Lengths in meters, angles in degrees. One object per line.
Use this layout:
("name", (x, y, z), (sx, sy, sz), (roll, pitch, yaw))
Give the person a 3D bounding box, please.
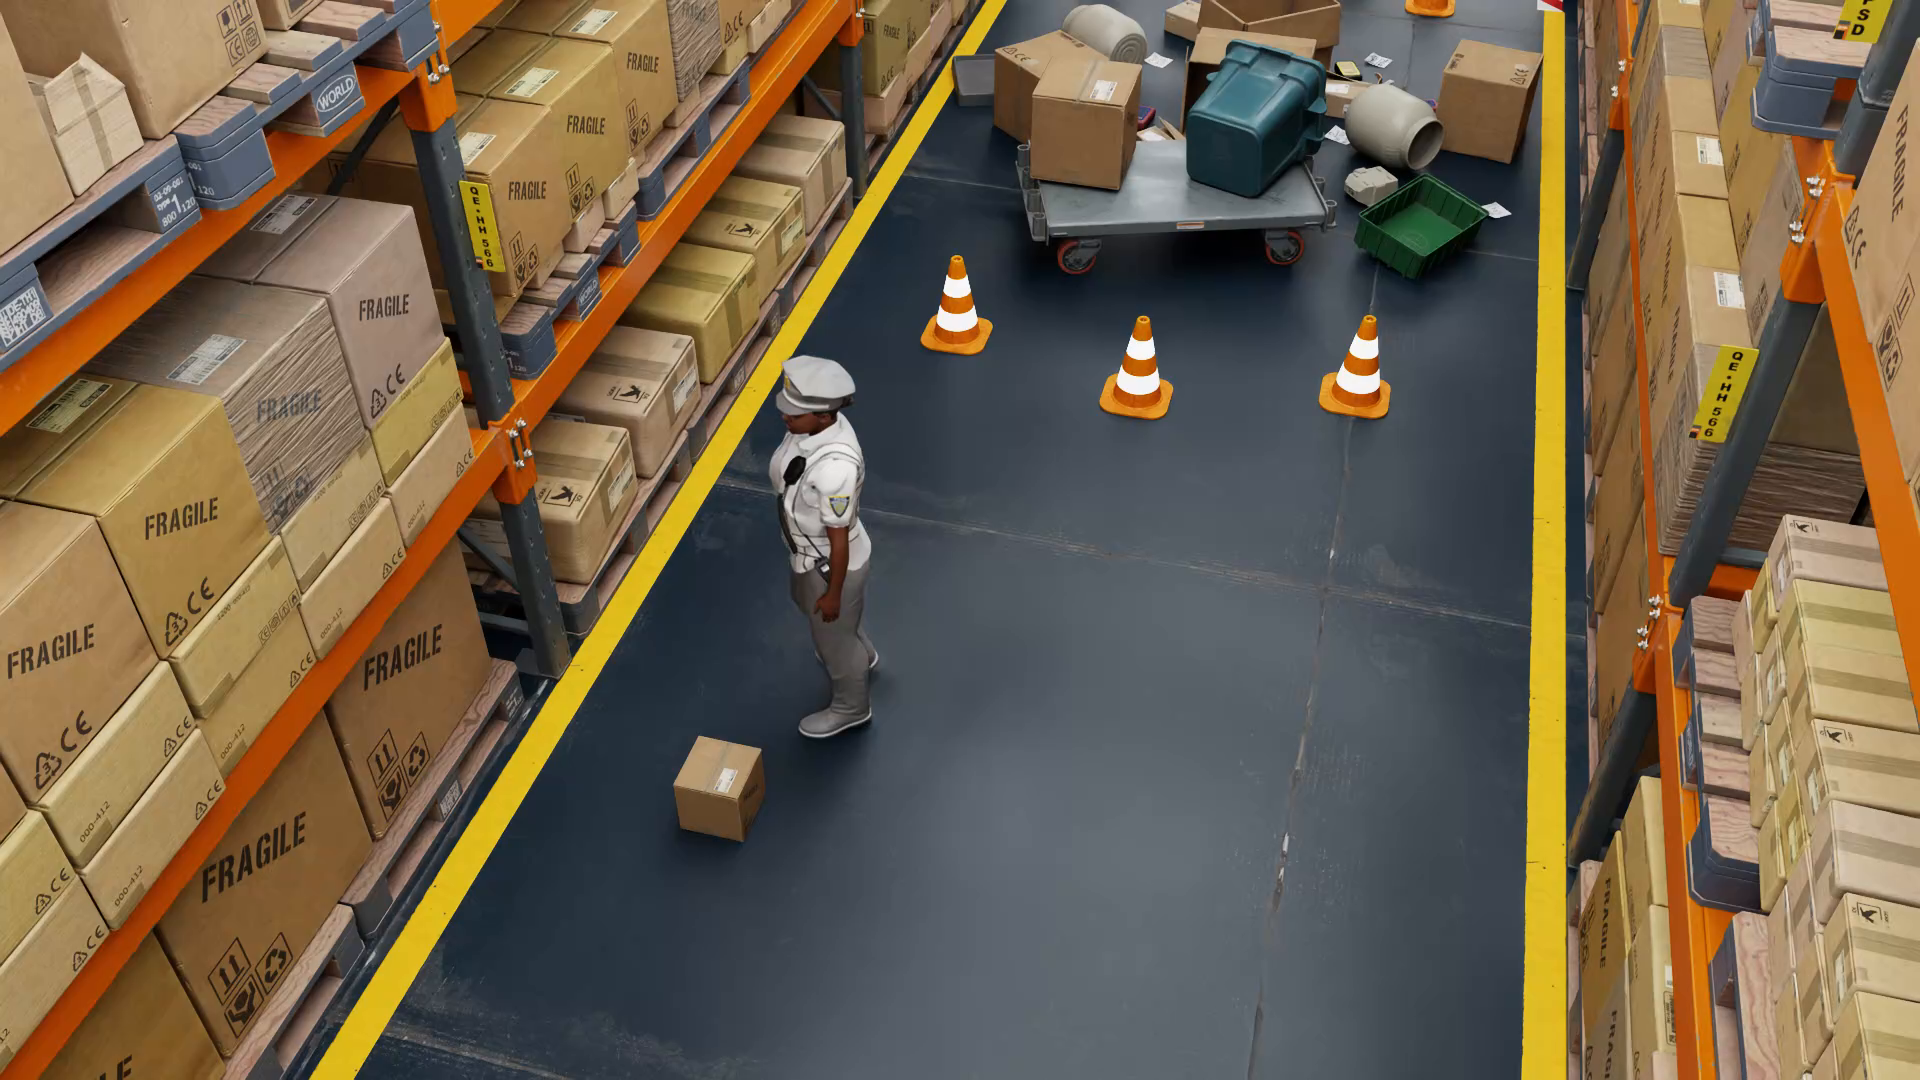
("person", (-0.488, 0.010, 6.127), (0.399, 1.683, 0.588), (-11, 43, -13))
